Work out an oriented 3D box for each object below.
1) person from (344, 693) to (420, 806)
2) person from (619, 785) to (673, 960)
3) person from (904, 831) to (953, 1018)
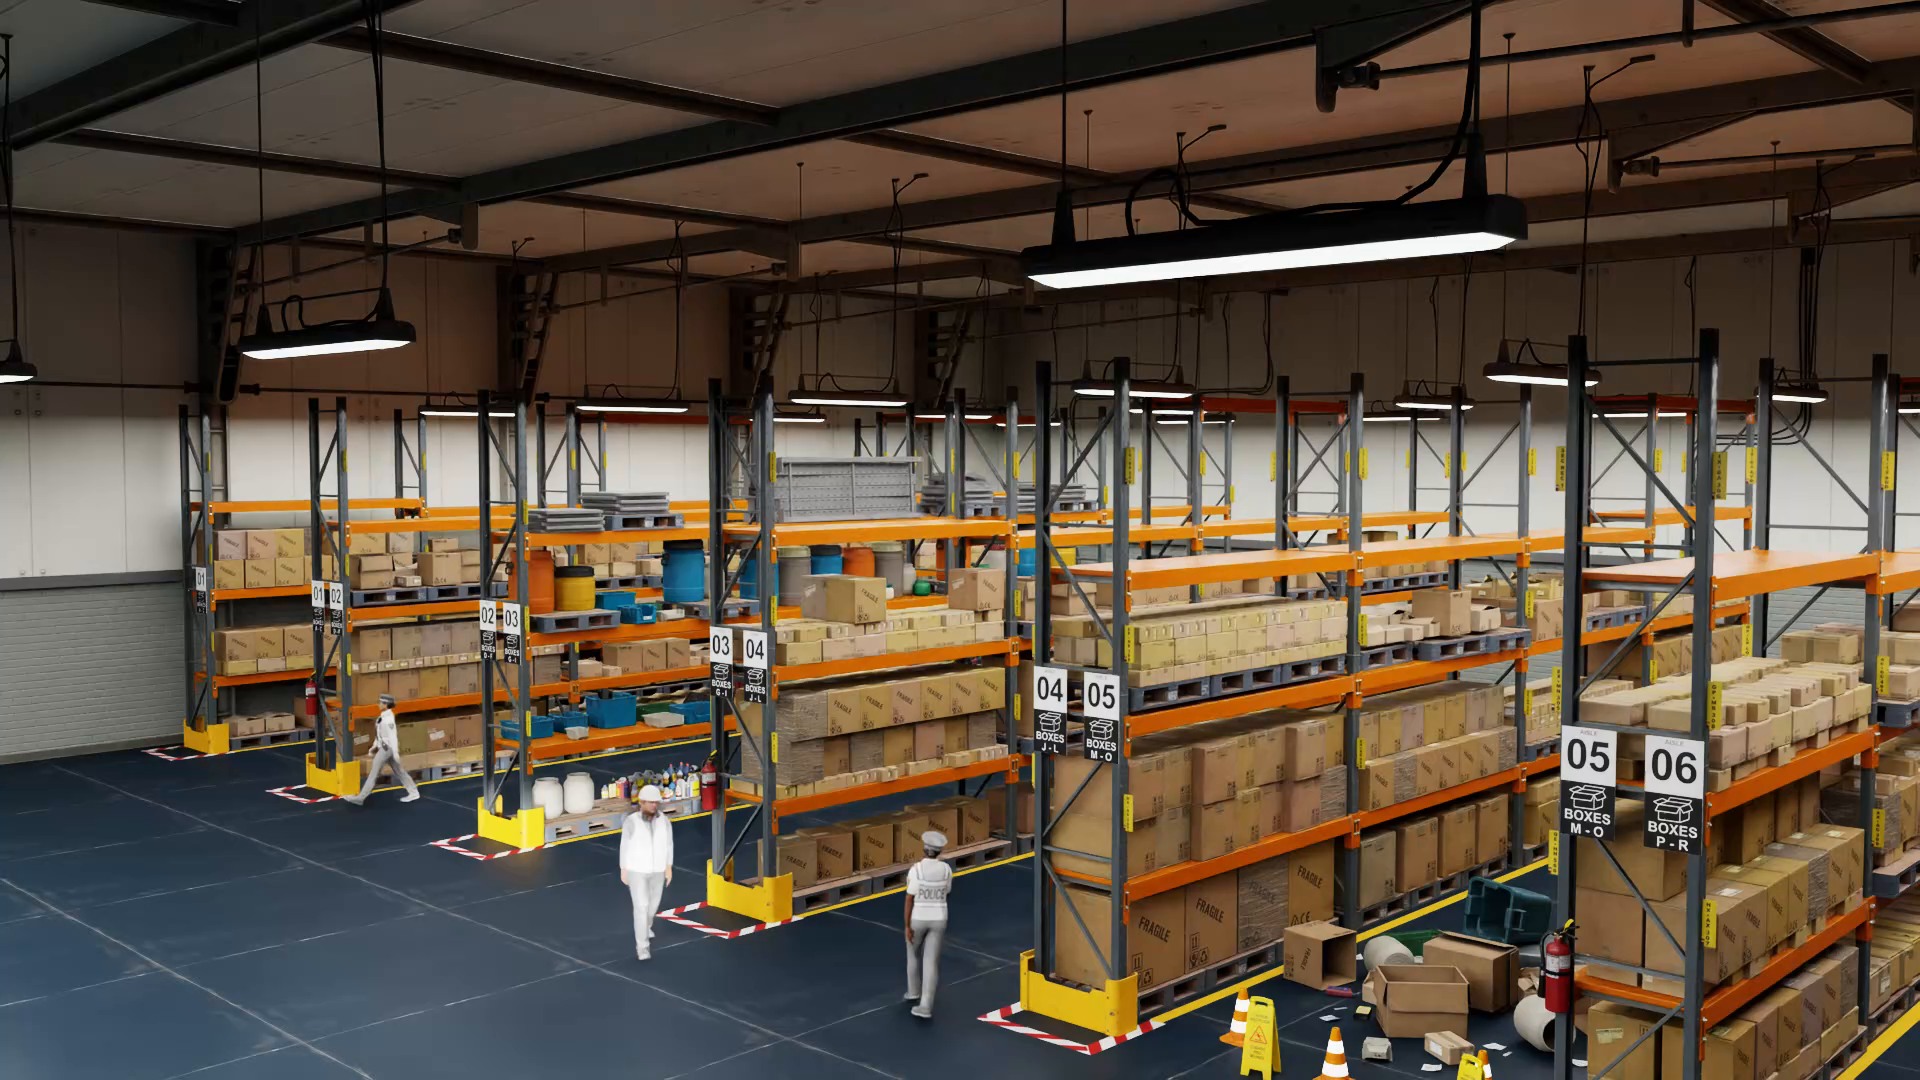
[{"bbox_3d":[-8.469,3.054,24.363,1.027,1.621,0.532,-1,3,-13],"label":"person"},{"bbox_3d":[-3.257,3.404,17.259,0.581,1.733,0.992,-2,4,-37],"label":"person"},{"bbox_3d":[-0.306,3.531,15.413,0.471,1.658,0.842,-1,3,-13],"label":"person"}]
